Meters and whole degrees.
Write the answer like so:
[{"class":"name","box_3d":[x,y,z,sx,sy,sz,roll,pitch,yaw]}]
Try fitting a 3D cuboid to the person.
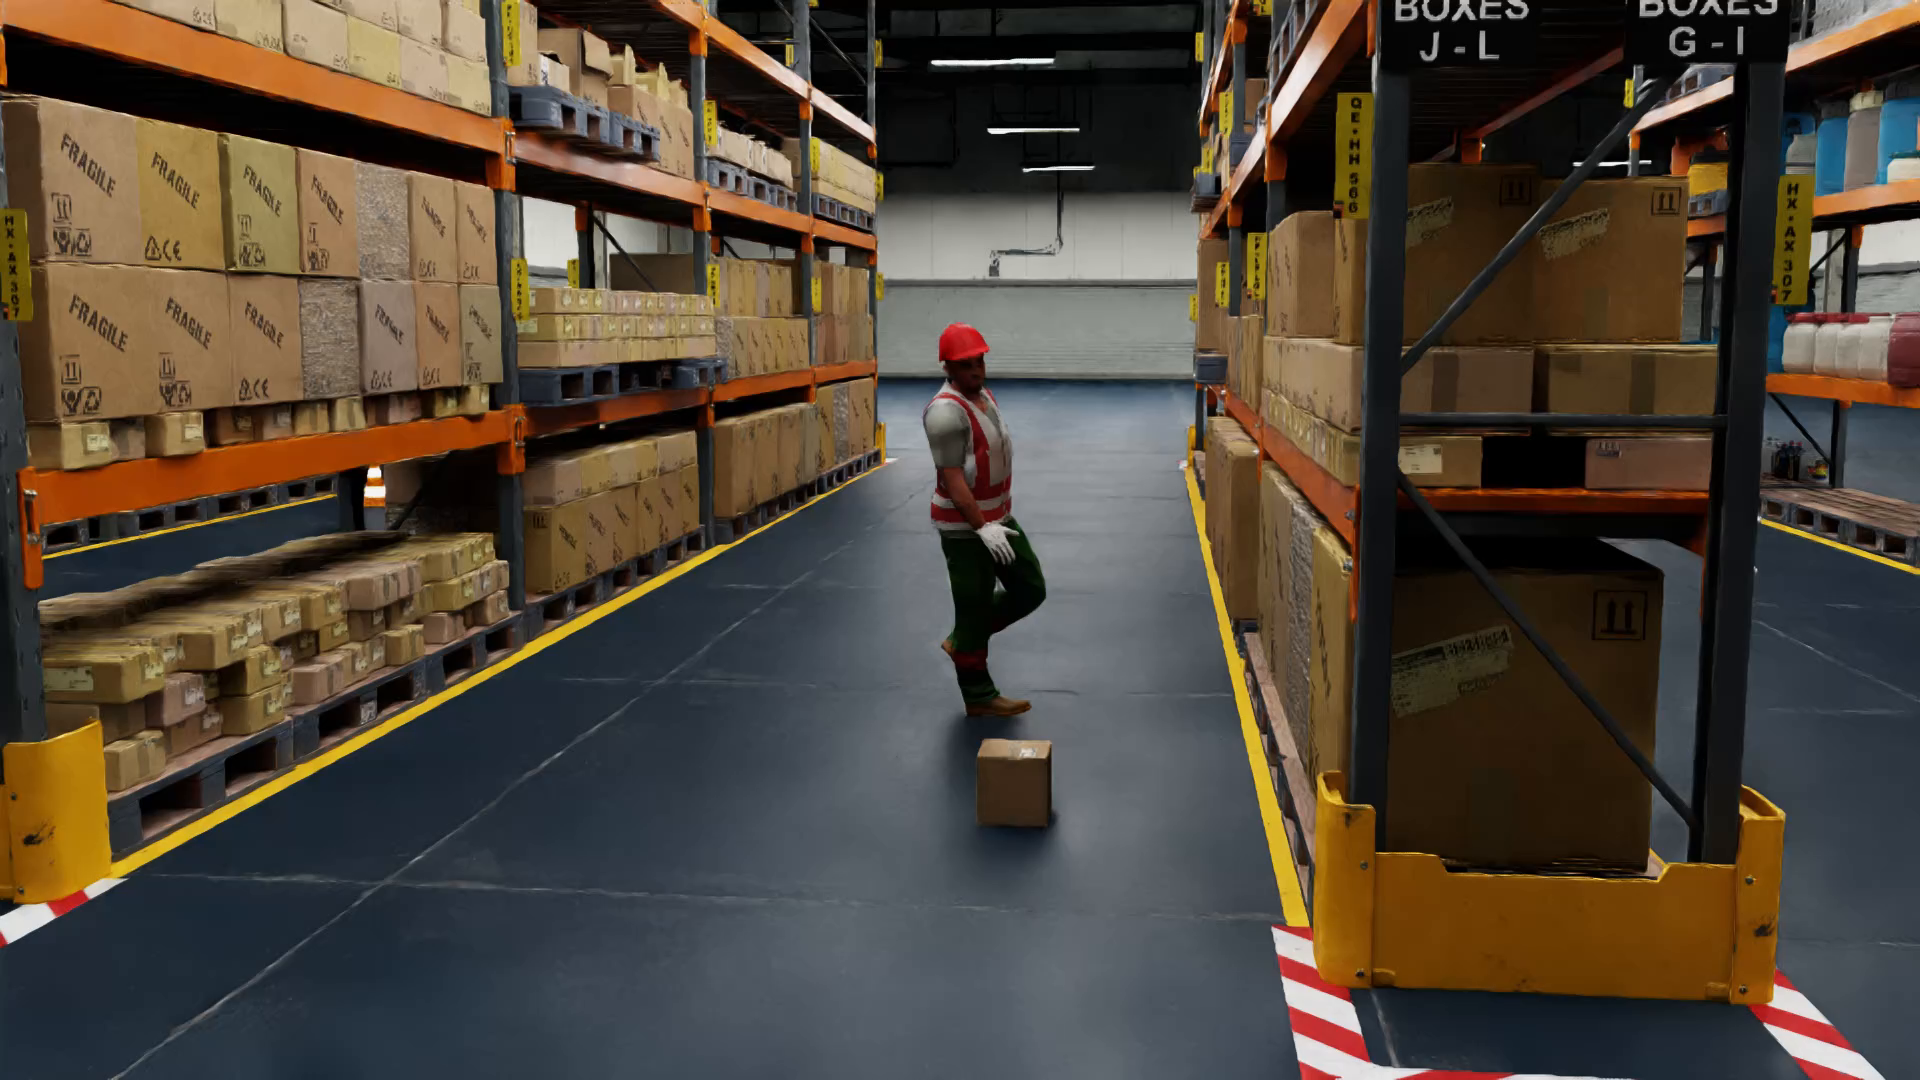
[{"class":"person","box_3d":[4.000,-0.670,11.836,3.483,1.747,12.569,4,8,26]}]
